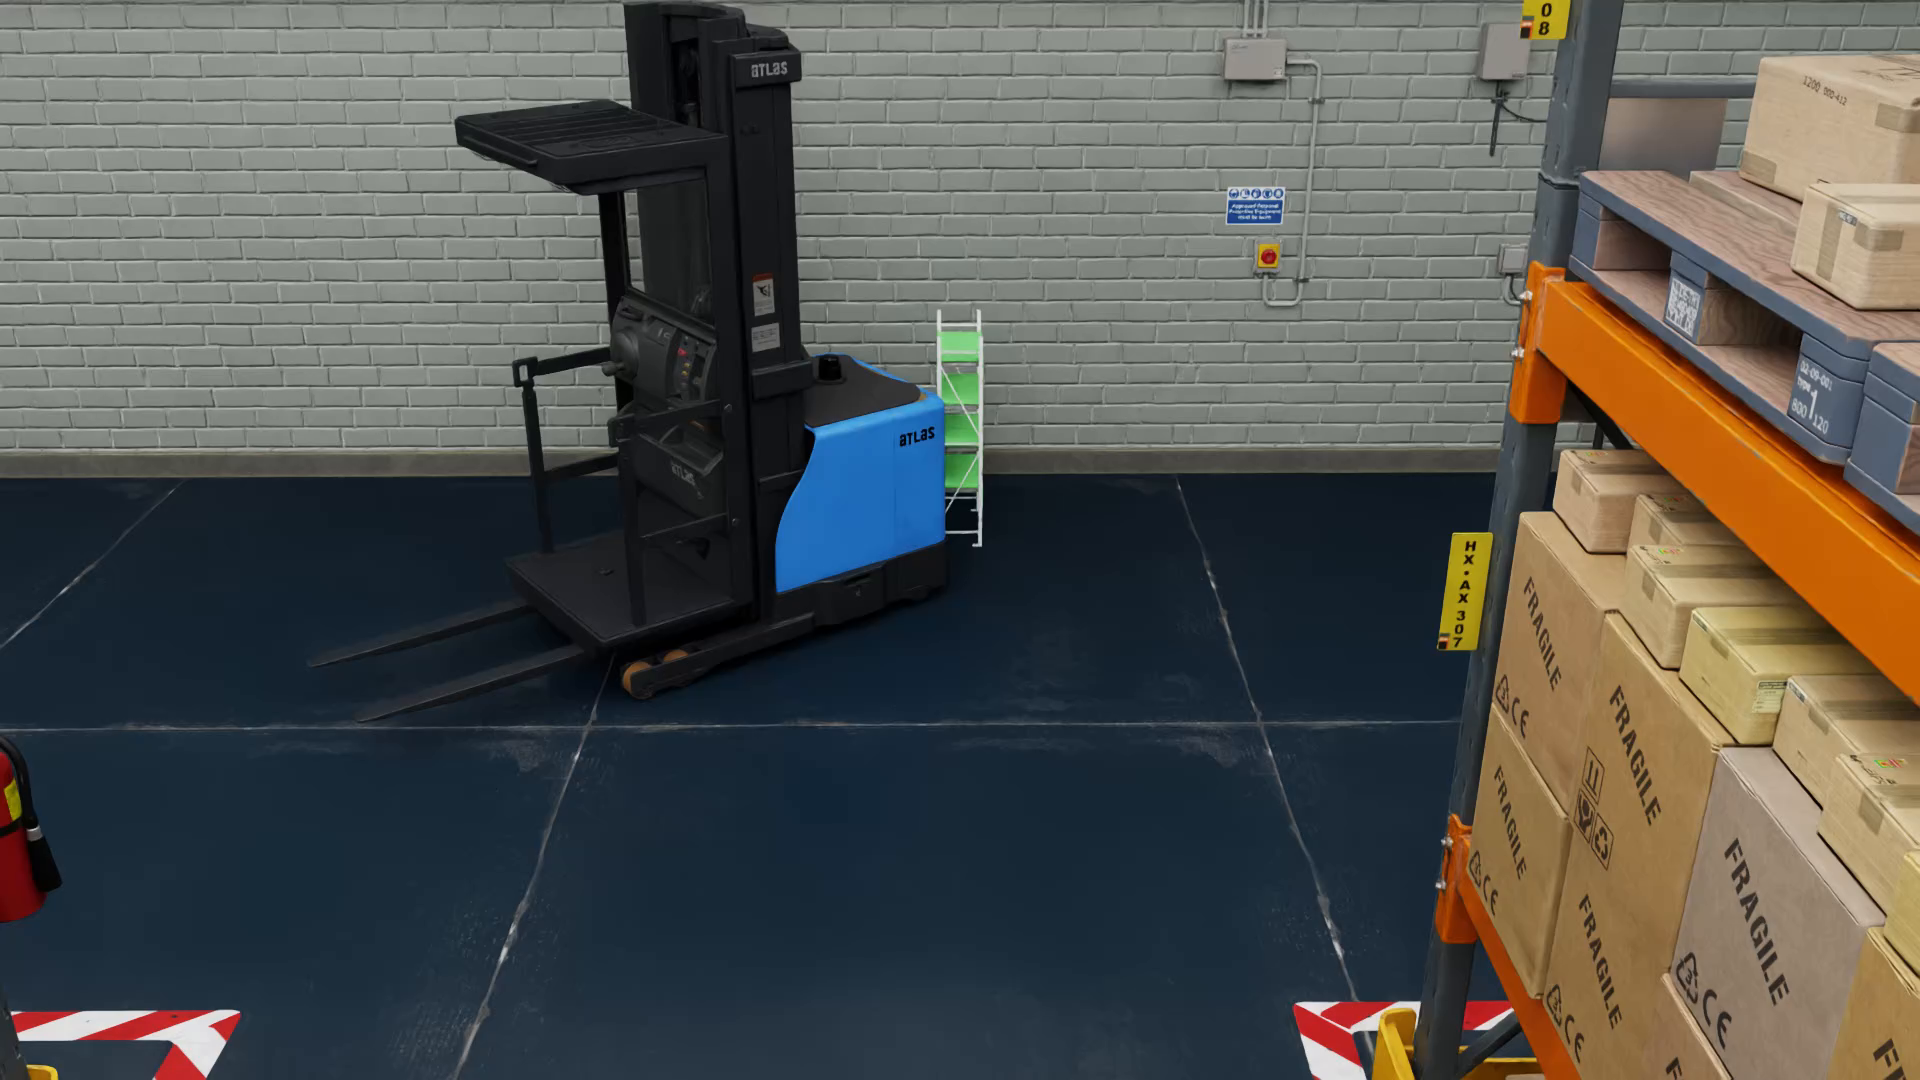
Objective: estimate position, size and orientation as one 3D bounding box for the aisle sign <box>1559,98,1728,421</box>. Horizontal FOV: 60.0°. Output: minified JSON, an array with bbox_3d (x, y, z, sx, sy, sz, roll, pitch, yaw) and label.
[{"bbox_3d":[1.531,-0.651,3.894,0.394,0.787,0.004,0,24,-1],"label":"aisle sign"}]

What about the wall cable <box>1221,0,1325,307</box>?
[{"bbox_3d":[1.737,-2.239,9.289,0.585,1.953,0.123,0,24,-1],"label":"wall cable"}]

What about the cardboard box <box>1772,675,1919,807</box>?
[{"bbox_3d":[1.587,0.345,2.726,0.380,0.149,0.250,0,24,0],"label":"cardboard box"}]

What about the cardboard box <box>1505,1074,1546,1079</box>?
[{"bbox_3d":[1.929,1.810,4.208,0.875,0.438,0.875,-1,24,-2],"label":"cardboard box"}]

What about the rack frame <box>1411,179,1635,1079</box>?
[{"bbox_3d":[1.822,0.562,4.367,1.000,3.000,0.127,0,24,-1],"label":"rack frame"}]

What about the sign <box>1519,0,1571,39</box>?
[{"bbox_3d":[1.267,-1.239,3.553,0.100,0.325,0.005,0,24,-1],"label":"sign"}]

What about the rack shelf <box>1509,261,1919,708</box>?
[{"bbox_3d":[1.844,0.347,2.075,1.077,0.370,4.000,0,24,-1],"label":"rack shelf"}]

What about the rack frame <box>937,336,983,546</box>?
[{"bbox_3d":[0.001,-0.514,8.931,0.240,1.200,0.015,0,24,-1],"label":"rack frame"}]

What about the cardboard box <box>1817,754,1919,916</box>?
[{"bbox_3d":[1.548,0.448,2.499,0.380,0.149,0.250,0,24,0],"label":"cardboard box"}]

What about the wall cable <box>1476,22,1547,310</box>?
[{"bbox_3d":[3.155,-2.235,9.320,0.588,1.984,0.122,0,24,-1],"label":"wall cable"}]

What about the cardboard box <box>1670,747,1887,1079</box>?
[{"bbox_3d":[1.568,0.685,2.761,0.500,0.500,0.500,0,24,-1],"label":"cardboard box"}]

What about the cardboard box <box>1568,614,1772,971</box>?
[{"bbox_3d":[1.555,0.473,3.230,0.500,0.500,0.500,-1,24,-2],"label":"cardboard box"}]

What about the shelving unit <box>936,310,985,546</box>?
[{"bbox_3d":[-0.002,-0.615,9.154,0.258,1.200,0.503,0,24,-1],"label":"shelving unit"}]

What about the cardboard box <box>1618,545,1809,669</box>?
[{"bbox_3d":[1.511,0.128,3.205,0.380,0.149,0.250,0,24,1],"label":"cardboard box"}]

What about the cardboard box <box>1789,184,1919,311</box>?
[{"bbox_3d":[1.604,-0.478,2.700,0.380,0.149,0.250,1,24,1],"label":"cardboard box"}]

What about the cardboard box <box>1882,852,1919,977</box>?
[{"bbox_3d":[1.524,0.552,2.267,0.380,0.149,0.250,-1,24,-2],"label":"cardboard box"}]

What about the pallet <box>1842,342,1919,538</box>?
[{"bbox_3d":[1.856,0.045,1.977,1.003,0.211,1.213,0,24,-1],"label":"pallet"}]

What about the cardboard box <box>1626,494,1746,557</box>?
[{"bbox_3d":[1.623,0.021,3.443,0.380,0.149,0.250,0,24,1],"label":"cardboard box"}]

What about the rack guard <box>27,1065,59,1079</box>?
[{"bbox_3d":[-3.126,1.796,4.672,1.175,0.500,0.348,0,24,-1],"label":"rack guard"}]

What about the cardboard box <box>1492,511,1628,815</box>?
[{"bbox_3d":[1.542,0.260,3.701,0.500,0.500,0.500,-1,24,-2],"label":"cardboard box"}]

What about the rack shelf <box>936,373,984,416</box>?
[{"bbox_3d":[-0.002,-0.775,9.081,0.258,0.148,0.480,0,24,-1],"label":"rack shelf"}]

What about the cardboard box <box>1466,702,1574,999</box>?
[{"bbox_3d":[1.540,0.716,3.907,0.500,0.500,0.500,0,24,-1],"label":"cardboard box"}]

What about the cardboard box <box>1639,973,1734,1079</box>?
[{"bbox_3d":[1.561,1.134,2.982,0.500,0.500,0.500,0,24,-1],"label":"cardboard box"}]

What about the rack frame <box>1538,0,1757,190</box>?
[{"bbox_3d":[1.822,-2.171,3.131,1.000,3.000,0.127,0,24,-1],"label":"rack frame"}]

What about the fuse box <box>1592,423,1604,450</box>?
[{"bbox_3d":[3.839,-1.124,9.658,0.539,1.711,0.414,0,24,-1],"label":"fuse box"}]

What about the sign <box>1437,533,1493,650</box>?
[{"bbox_3d":[1.267,0.132,4.173,0.100,0.325,0.005,0,24,-1],"label":"sign"}]

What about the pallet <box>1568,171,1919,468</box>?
[{"bbox_3d":[1.840,-0.459,3.092,1.003,0.211,1.213,0,24,-1],"label":"pallet"}]

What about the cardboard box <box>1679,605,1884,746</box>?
[{"bbox_3d":[1.532,0.237,2.965,0.380,0.149,0.250,-1,24,-2],"label":"cardboard box"}]

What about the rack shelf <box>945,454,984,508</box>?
[{"bbox_3d":[-0.002,-0.338,9.279,0.258,0.148,0.480,0,24,-1],"label":"rack shelf"}]

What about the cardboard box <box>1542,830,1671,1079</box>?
[{"bbox_3d":[1.573,0.924,3.446,0.500,0.500,0.500,-1,24,-1],"label":"cardboard box"}]

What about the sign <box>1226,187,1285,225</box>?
[{"bbox_3d":[1.688,-1.910,9.504,0.327,0.218,0.001,0,24,-1],"label":"sign"}]

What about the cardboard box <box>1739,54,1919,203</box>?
[{"bbox_3d":[1.917,-0.788,3.264,0.500,0.250,0.500,-2,24,-5],"label":"cardboard box"}]

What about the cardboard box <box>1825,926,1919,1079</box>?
[{"bbox_3d":[1.574,0.890,2.306,0.500,0.500,0.500,0,24,0],"label":"cardboard box"}]

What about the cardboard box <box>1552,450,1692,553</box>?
[{"bbox_3d":[1.549,-0.087,3.681,0.380,0.149,0.250,0,24,1],"label":"cardboard box"}]

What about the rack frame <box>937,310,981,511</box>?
[{"bbox_3d":[-0.004,-0.715,9.376,0.240,1.200,0.015,0,24,-1],"label":"rack frame"}]

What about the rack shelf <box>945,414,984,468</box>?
[{"bbox_3d":[-0.002,-0.557,9.180,0.258,0.148,0.480,0,24,-1],"label":"rack shelf"}]

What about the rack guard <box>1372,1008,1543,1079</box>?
[{"bbox_3d":[1.821,1.691,4.904,1.175,0.500,0.348,0,24,-1],"label":"rack guard"}]

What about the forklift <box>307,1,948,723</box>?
[{"bbox_3d":[-1.540,-0.852,7.578,3.031,2.935,1.130,-17,30,-34],"label":"forklift"}]

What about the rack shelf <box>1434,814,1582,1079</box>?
[{"bbox_3d":[1.844,1.714,2.693,1.077,0.370,4.000,0,24,-1],"label":"rack shelf"}]

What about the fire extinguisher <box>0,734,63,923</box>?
[{"bbox_3d":[-2.668,0.725,4.553,0.296,0.674,0.183,0,24,-1],"label":"fire extinguisher"}]

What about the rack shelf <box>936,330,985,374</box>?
[{"bbox_3d":[-0.002,-0.994,8.982,0.258,0.148,0.480,0,24,-1],"label":"rack shelf"}]
